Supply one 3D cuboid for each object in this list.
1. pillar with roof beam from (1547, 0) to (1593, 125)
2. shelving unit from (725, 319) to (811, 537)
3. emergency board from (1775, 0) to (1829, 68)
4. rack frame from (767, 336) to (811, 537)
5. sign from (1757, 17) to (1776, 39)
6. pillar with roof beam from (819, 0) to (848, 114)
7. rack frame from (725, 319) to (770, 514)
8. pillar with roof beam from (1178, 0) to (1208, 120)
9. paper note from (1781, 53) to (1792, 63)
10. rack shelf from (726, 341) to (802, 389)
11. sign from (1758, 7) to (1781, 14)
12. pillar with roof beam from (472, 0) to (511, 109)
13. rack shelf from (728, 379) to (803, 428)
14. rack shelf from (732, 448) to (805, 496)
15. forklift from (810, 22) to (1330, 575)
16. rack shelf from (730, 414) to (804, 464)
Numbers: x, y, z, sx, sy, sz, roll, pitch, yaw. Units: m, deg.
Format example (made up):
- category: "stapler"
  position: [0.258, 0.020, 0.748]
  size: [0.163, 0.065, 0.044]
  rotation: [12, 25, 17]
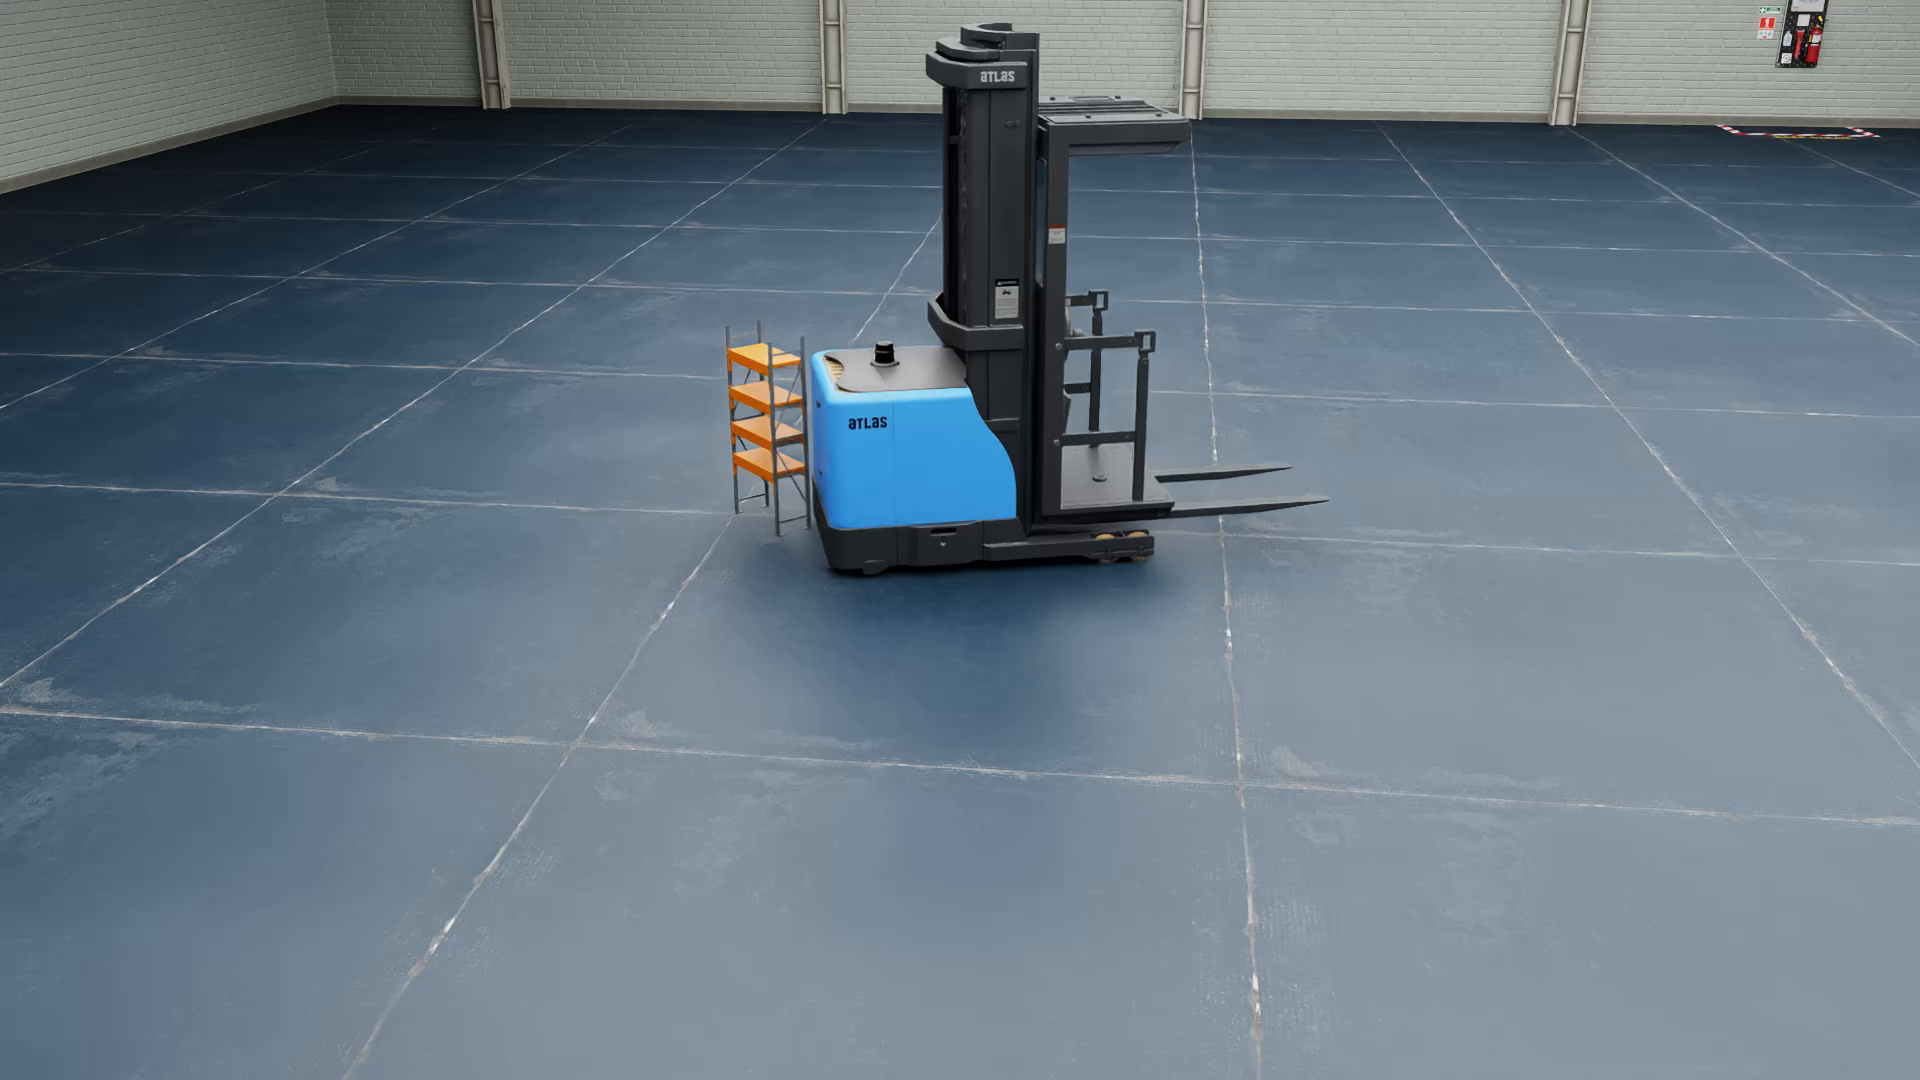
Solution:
- category: "pillar with roof beam"
  position: [9.286, -9.387, 21.444]
  size: [0.400, 9.000, 9.100]
  rotation: [2, 22, 6]
- category: "shelving unit"
  position: [-1.153, -0.676, 10.017]
  size: [0.258, 1.200, 0.503]
  rotation: [-15, 26, -34]
- category: "emergency board"
  position: [13.301, -8.030, 26.172]
  size: [0.643, 1.169, 0.194]
  rotation: [2, 22, 6]
- category: "rack frame"
  position: [-1.006, -0.604, 9.835]
  size: [0.240, 1.200, 0.015]
  rotation: [-15, 26, -34]
- category: "sign"
  position: [12.764, -8.108, 26.321]
  size: [0.234, 0.329, 0.001]
  rotation: [2, 22, 6]
- category: "pillar with roof beam"
  position: [-2.631, -9.906, 22.757]
  size: [0.400, 9.000, 9.100]
  rotation: [2, 22, 6]
- category: "rack frame"
  position: [-1.300, -0.747, 10.198]
  size: [0.240, 1.200, 0.015]
  rotation: [-15, 26, -34]
- category: "pillar with roof beam"
  position: [3.328, -9.647, 22.101]
  size: [0.400, 9.000, 9.100]
  rotation: [2, 22, 6]
- category: "paper note"
  position: [13.134, -7.653, 26.417]
  size: [0.142, 0.148, 0.016]
  rotation: [2, 22, 6]
- category: "rack shelf"
  position: [-1.153, -1.041, 9.872]
  size: [0.258, 0.148, 0.480]
  rotation: [-15, 26, -34]
- category: "sign"
  position: [12.768, -8.351, 26.215]
  size: [0.331, 0.109, 0.001]
  rotation: [2, 22, 6]
- category: "pillar with roof beam"
  position: [-8.589, -10.166, 23.414]
  size: [0.400, 9.000, 9.100]
  rotation: [2, 22, 6]
- category: "rack shelf"
  position: [-1.153, -0.821, 9.959]
  size: [0.258, 0.148, 0.480]
  rotation: [-15, 26, -34]
- category: "rack shelf"
  position: [-1.153, -0.428, 10.114]
  size: [0.258, 0.148, 0.480]
  rotation: [-15, 26, -34]
- category: "forklift"
  position: [0.668, -1.416, 9.535]
  size: [3.031, 2.935, 1.130]
  rotation: [-4, 22, -10]
- category: "rack shelf"
  position: [-1.153, -0.613, 10.041]
  size: [0.258, 0.148, 0.480]
  rotation: [-15, 26, -34]
